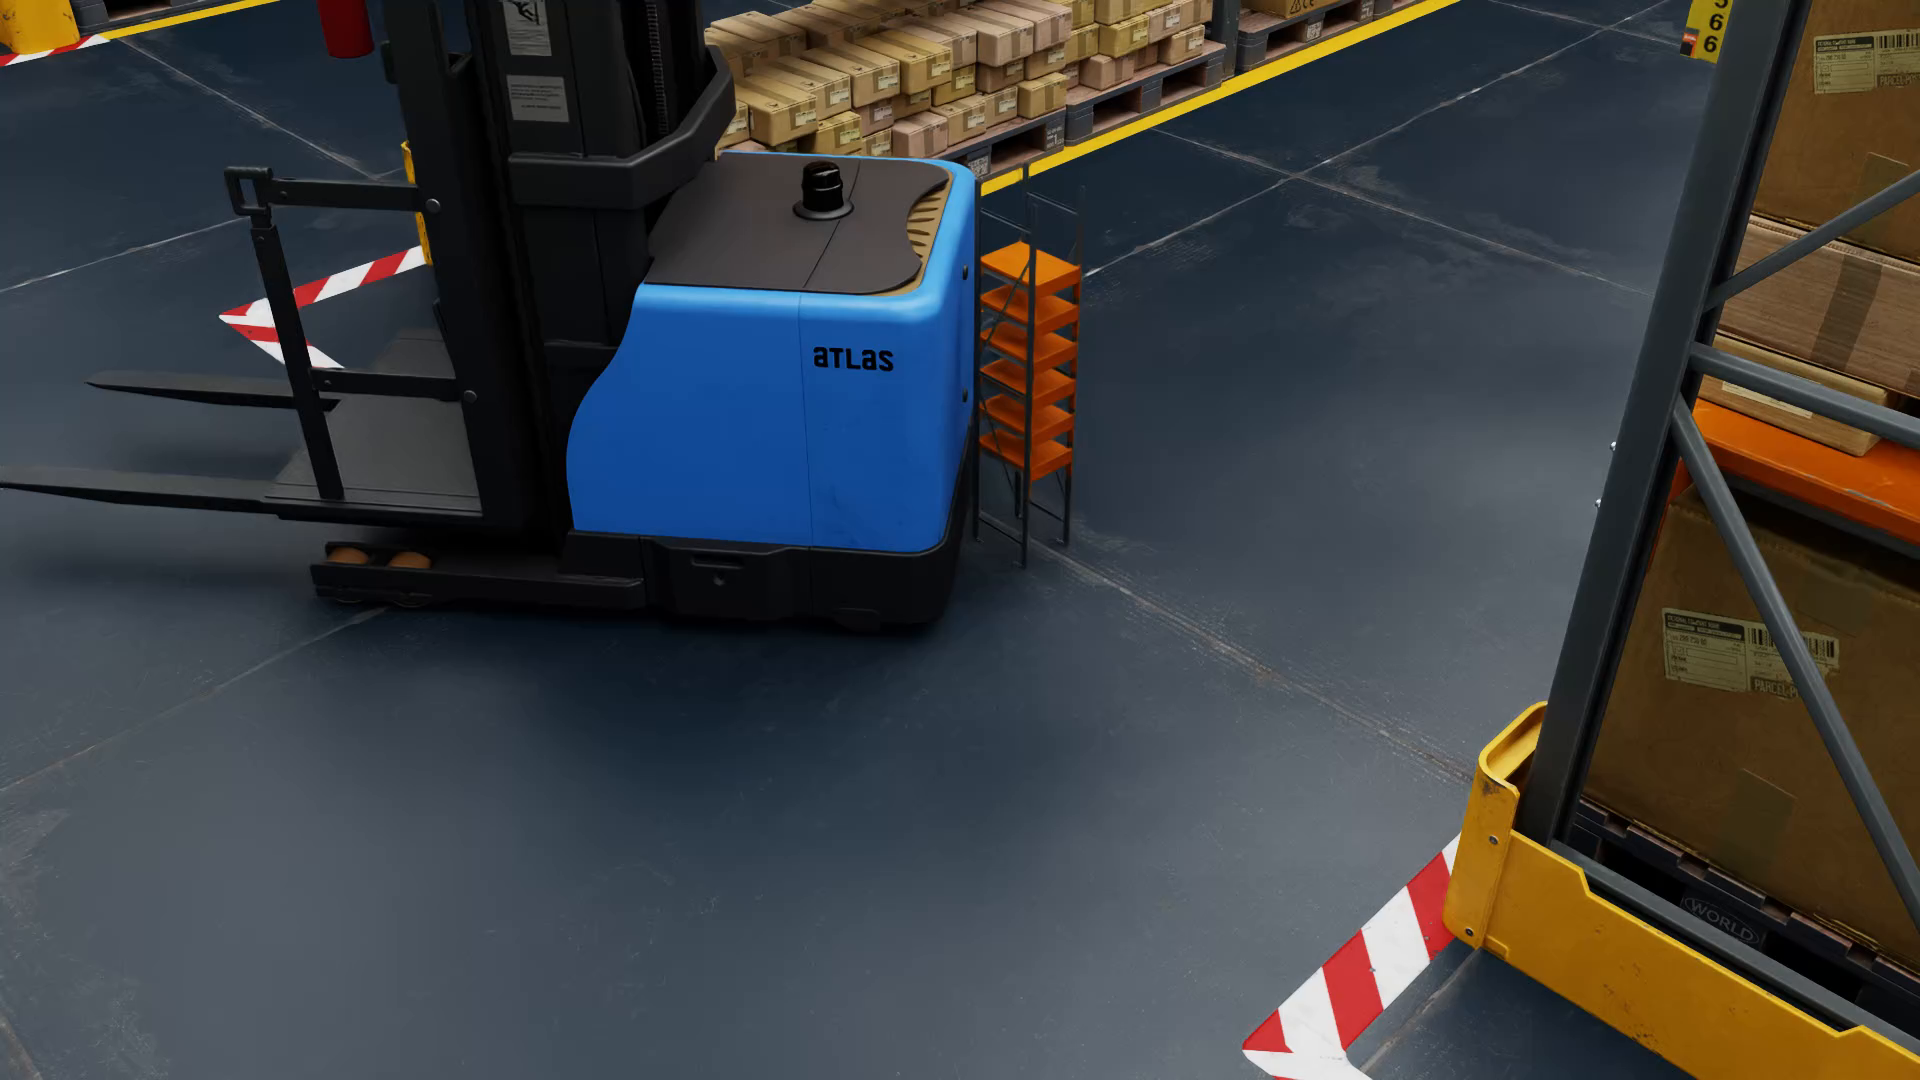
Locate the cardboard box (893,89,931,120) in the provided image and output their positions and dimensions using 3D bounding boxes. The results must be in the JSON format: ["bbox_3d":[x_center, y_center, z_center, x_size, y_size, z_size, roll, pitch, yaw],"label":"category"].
[{"bbox_3d":[-0.344,-1.999,7.360,0.250,0.149,0.380,-27,43,-33],"label":"cardboard box"}]

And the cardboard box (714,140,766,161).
[{"bbox_3d":[-0.993,-1.531,6.688,0.380,0.149,0.250,29,44,35],"label":"cardboard box"}]

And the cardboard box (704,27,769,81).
[{"bbox_3d":[-1.046,-2.087,7.226,0.380,0.149,0.250,28,43,34],"label":"cardboard box"}]

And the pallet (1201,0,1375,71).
[{"bbox_3d":[1.589,-3.005,9.374,1.003,0.211,1.213,30,45,35],"label":"pallet"}]

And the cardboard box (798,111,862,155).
[{"bbox_3d":[-0.625,-1.726,6.968,0.250,0.149,0.380,-28,44,-34],"label":"cardboard box"}]

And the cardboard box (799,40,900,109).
[{"bbox_3d":[-0.471,-1.985,7.079,0.250,0.149,0.380,-28,44,-34],"label":"cardboard box"}]

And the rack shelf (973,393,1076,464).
[{"bbox_3d":[0.191,-0.350,4.990,0.180,0.103,0.258,-28,44,-34],"label":"rack shelf"}]

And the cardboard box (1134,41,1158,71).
[{"bbox_3d":[0.764,-2.467,8.290,0.250,0.149,0.380,-29,44,-34],"label":"cardboard box"}]

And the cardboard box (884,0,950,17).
[{"bbox_3d":[-0.266,-2.483,7.793,0.380,0.149,0.250,28,43,34],"label":"cardboard box"}]

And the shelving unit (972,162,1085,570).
[{"bbox_3d":[0.191,-0.485,4.896,0.189,1.200,0.258,-28,44,-34],"label":"shelving unit"}]

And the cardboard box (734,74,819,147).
[{"bbox_3d":[-0.789,-1.742,6.731,0.380,0.149,0.250,29,44,35],"label":"cardboard box"}]

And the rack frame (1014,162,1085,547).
[{"bbox_3d":[0.258,-0.521,4.947,0.006,1.200,0.240,-28,44,-34],"label":"rack frame"}]

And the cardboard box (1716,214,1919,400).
[{"bbox_3d":[1.825,-0.533,3.263,0.500,0.250,0.500,29,44,35],"label":"cardboard box"}]

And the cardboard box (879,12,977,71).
[{"bbox_3d":[-0.144,-2.214,7.407,0.380,0.149,0.250,30,45,35],"label":"cardboard box"}]

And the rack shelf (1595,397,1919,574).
[{"bbox_3d":[3.081,-0.685,4.239,1.077,0.370,4.000,30,45,35],"label":"rack shelf"}]

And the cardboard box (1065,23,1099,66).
[{"bbox_3d":[0.441,-2.408,7.946,0.250,0.149,0.380,-29,44,-35],"label":"cardboard box"}]

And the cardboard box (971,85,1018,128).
[{"bbox_3d":[0.046,-2.040,7.678,0.250,0.149,0.380,-29,44,-35],"label":"cardboard box"}]

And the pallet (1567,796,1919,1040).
[{"bbox_3d":[2.179,0.619,4.178,1.003,0.211,1.213,30,45,35],"label":"pallet"}]

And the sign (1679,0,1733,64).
[{"bbox_3d":[1.296,-0.965,2.792,0.100,0.325,0.005,30,45,35],"label":"sign"}]

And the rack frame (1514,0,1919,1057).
[{"bbox_3d":[1.672,-0.168,2.869,1.000,3.000,0.127,30,45,35],"label":"rack frame"}]

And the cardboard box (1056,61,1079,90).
[{"bbox_3d":[0.352,-2.276,8.016,0.380,0.149,0.250,28,44,34],"label":"cardboard box"}]

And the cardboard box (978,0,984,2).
[{"bbox_3d":[0.105,-2.697,8.100,0.380,0.149,0.250,28,44,34],"label":"cardboard box"}]

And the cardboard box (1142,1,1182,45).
[{"bbox_3d":[0.863,-2.586,8.201,0.380,0.149,0.250,27,43,33],"label":"cardboard box"}]

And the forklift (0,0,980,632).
[{"bbox_3d":[-1.490,-1.295,4.545,3.031,2.935,1.130,4,35,6],"label":"forklift"}]

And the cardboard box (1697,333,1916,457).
[{"bbox_3d":[1.689,-0.343,3.339,0.250,0.149,0.380,-29,44,-35],"label":"cardboard box"}]

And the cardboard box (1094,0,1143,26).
[{"bbox_3d":[0.653,-2.606,7.970,0.380,0.149,0.250,29,44,35],"label":"cardboard box"}]

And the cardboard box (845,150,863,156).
[{"bbox_3d":[-0.626,-1.597,7.043,0.250,0.149,0.380,-29,44,-35],"label":"cardboard box"}]

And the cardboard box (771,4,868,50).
[{"bbox_3d":[-0.632,-2.281,7.503,0.380,0.149,0.250,28,44,34],"label":"cardboard box"}]

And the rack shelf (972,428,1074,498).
[{"bbox_3d":[0.191,-0.252,5.059,0.180,0.103,0.258,-28,44,-34],"label":"rack shelf"}]

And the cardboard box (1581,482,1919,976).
[{"bbox_3d":[2.066,0.239,3.776,0.875,0.875,0.875,30,45,35],"label":"cardboard box"}]

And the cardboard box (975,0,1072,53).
[{"bbox_3d":[0.290,-2.385,7.653,0.380,0.149,0.250,27,43,33],"label":"cardboard box"}]

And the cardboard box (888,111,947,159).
[{"bbox_3d":[-0.277,-1.806,7.342,0.380,0.149,0.250,27,43,33],"label":"cardboard box"}]

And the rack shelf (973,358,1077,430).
[{"bbox_3d":[0.191,-0.449,4.922,0.180,0.103,0.258,-28,44,-34],"label":"rack shelf"}]

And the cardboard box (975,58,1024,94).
[{"bbox_3d":[0.072,-2.196,7.642,0.380,0.149,0.250,27,43,33],"label":"cardboard box"}]

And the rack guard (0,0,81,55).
[{"bbox_3d":[-5.378,-3.127,9.297,1.175,0.500,0.348,30,45,35],"label":"rack guard"}]

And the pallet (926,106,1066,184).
[{"bbox_3d":[-0.267,-1.904,7.795,1.003,0.211,1.213,30,45,35],"label":"pallet"}]
